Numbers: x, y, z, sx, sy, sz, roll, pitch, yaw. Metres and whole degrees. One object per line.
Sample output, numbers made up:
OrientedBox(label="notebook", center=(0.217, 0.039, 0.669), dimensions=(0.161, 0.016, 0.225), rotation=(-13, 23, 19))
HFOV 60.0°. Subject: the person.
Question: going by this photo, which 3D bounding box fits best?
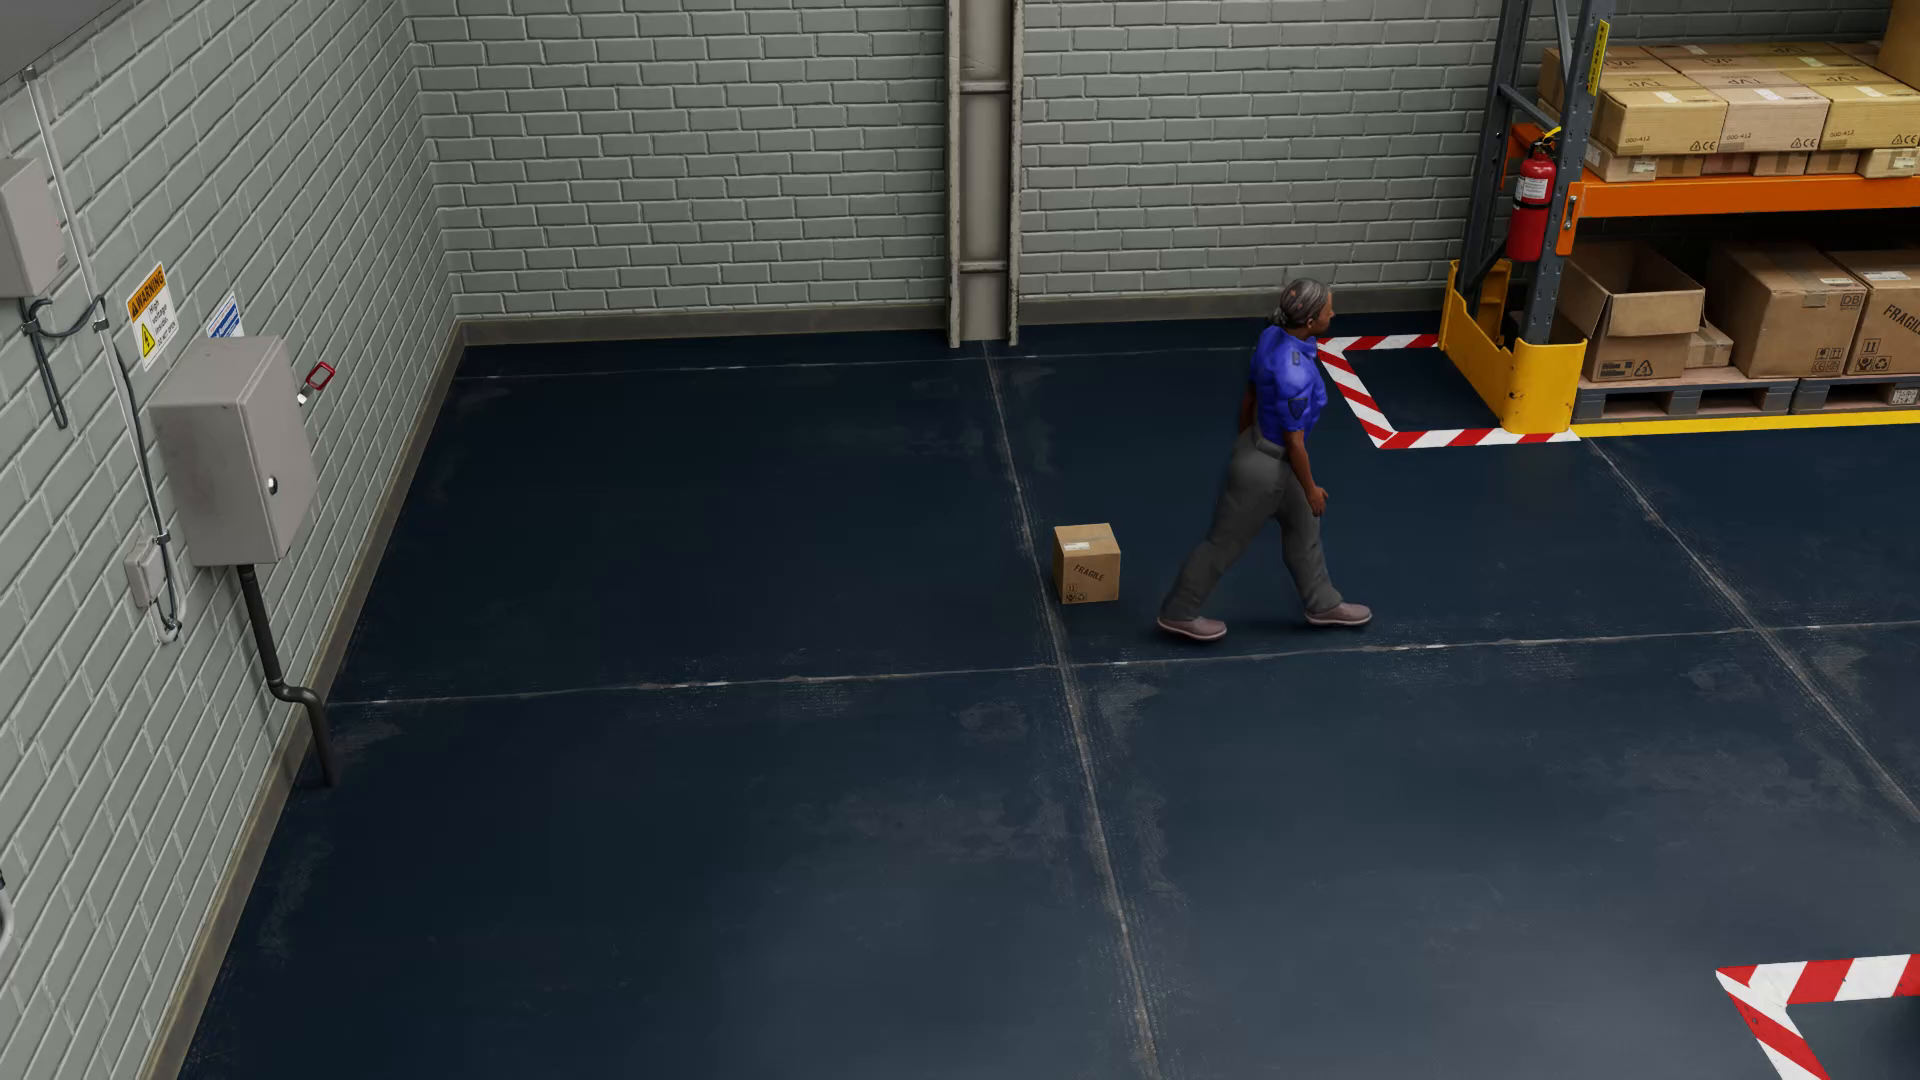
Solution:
OrientedBox(label="person", center=(1.286, -0.291, 6.602), dimensions=(0.908, 1.609, 0.444), rotation=(4, 32, 6))
